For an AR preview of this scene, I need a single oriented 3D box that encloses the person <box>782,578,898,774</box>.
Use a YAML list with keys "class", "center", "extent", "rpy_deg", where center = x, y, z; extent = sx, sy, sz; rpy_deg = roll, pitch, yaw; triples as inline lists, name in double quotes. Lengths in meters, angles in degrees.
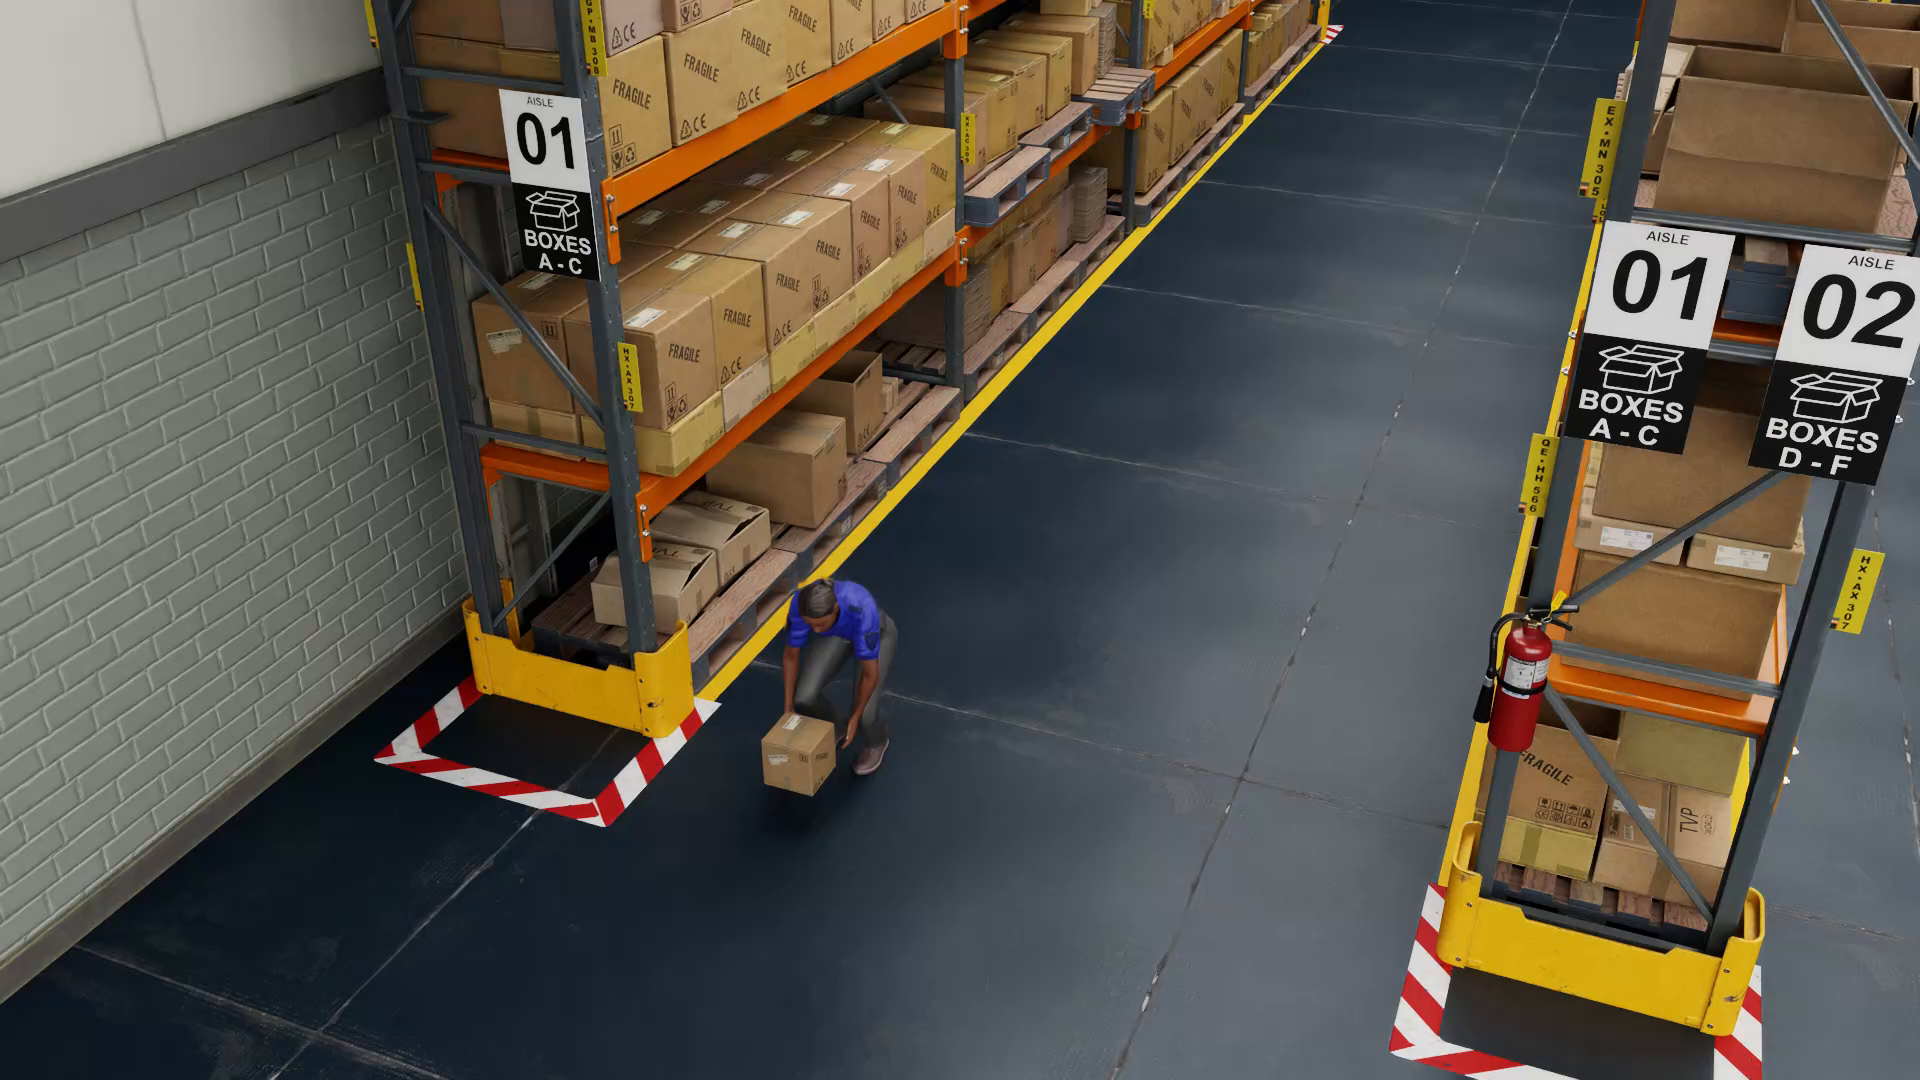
- class: "person"
  center: [-0.542, 0.586, 7.873]
  extent: [0.500, 1.168, 0.726]
  rpy_deg: [13, 32, 21]
